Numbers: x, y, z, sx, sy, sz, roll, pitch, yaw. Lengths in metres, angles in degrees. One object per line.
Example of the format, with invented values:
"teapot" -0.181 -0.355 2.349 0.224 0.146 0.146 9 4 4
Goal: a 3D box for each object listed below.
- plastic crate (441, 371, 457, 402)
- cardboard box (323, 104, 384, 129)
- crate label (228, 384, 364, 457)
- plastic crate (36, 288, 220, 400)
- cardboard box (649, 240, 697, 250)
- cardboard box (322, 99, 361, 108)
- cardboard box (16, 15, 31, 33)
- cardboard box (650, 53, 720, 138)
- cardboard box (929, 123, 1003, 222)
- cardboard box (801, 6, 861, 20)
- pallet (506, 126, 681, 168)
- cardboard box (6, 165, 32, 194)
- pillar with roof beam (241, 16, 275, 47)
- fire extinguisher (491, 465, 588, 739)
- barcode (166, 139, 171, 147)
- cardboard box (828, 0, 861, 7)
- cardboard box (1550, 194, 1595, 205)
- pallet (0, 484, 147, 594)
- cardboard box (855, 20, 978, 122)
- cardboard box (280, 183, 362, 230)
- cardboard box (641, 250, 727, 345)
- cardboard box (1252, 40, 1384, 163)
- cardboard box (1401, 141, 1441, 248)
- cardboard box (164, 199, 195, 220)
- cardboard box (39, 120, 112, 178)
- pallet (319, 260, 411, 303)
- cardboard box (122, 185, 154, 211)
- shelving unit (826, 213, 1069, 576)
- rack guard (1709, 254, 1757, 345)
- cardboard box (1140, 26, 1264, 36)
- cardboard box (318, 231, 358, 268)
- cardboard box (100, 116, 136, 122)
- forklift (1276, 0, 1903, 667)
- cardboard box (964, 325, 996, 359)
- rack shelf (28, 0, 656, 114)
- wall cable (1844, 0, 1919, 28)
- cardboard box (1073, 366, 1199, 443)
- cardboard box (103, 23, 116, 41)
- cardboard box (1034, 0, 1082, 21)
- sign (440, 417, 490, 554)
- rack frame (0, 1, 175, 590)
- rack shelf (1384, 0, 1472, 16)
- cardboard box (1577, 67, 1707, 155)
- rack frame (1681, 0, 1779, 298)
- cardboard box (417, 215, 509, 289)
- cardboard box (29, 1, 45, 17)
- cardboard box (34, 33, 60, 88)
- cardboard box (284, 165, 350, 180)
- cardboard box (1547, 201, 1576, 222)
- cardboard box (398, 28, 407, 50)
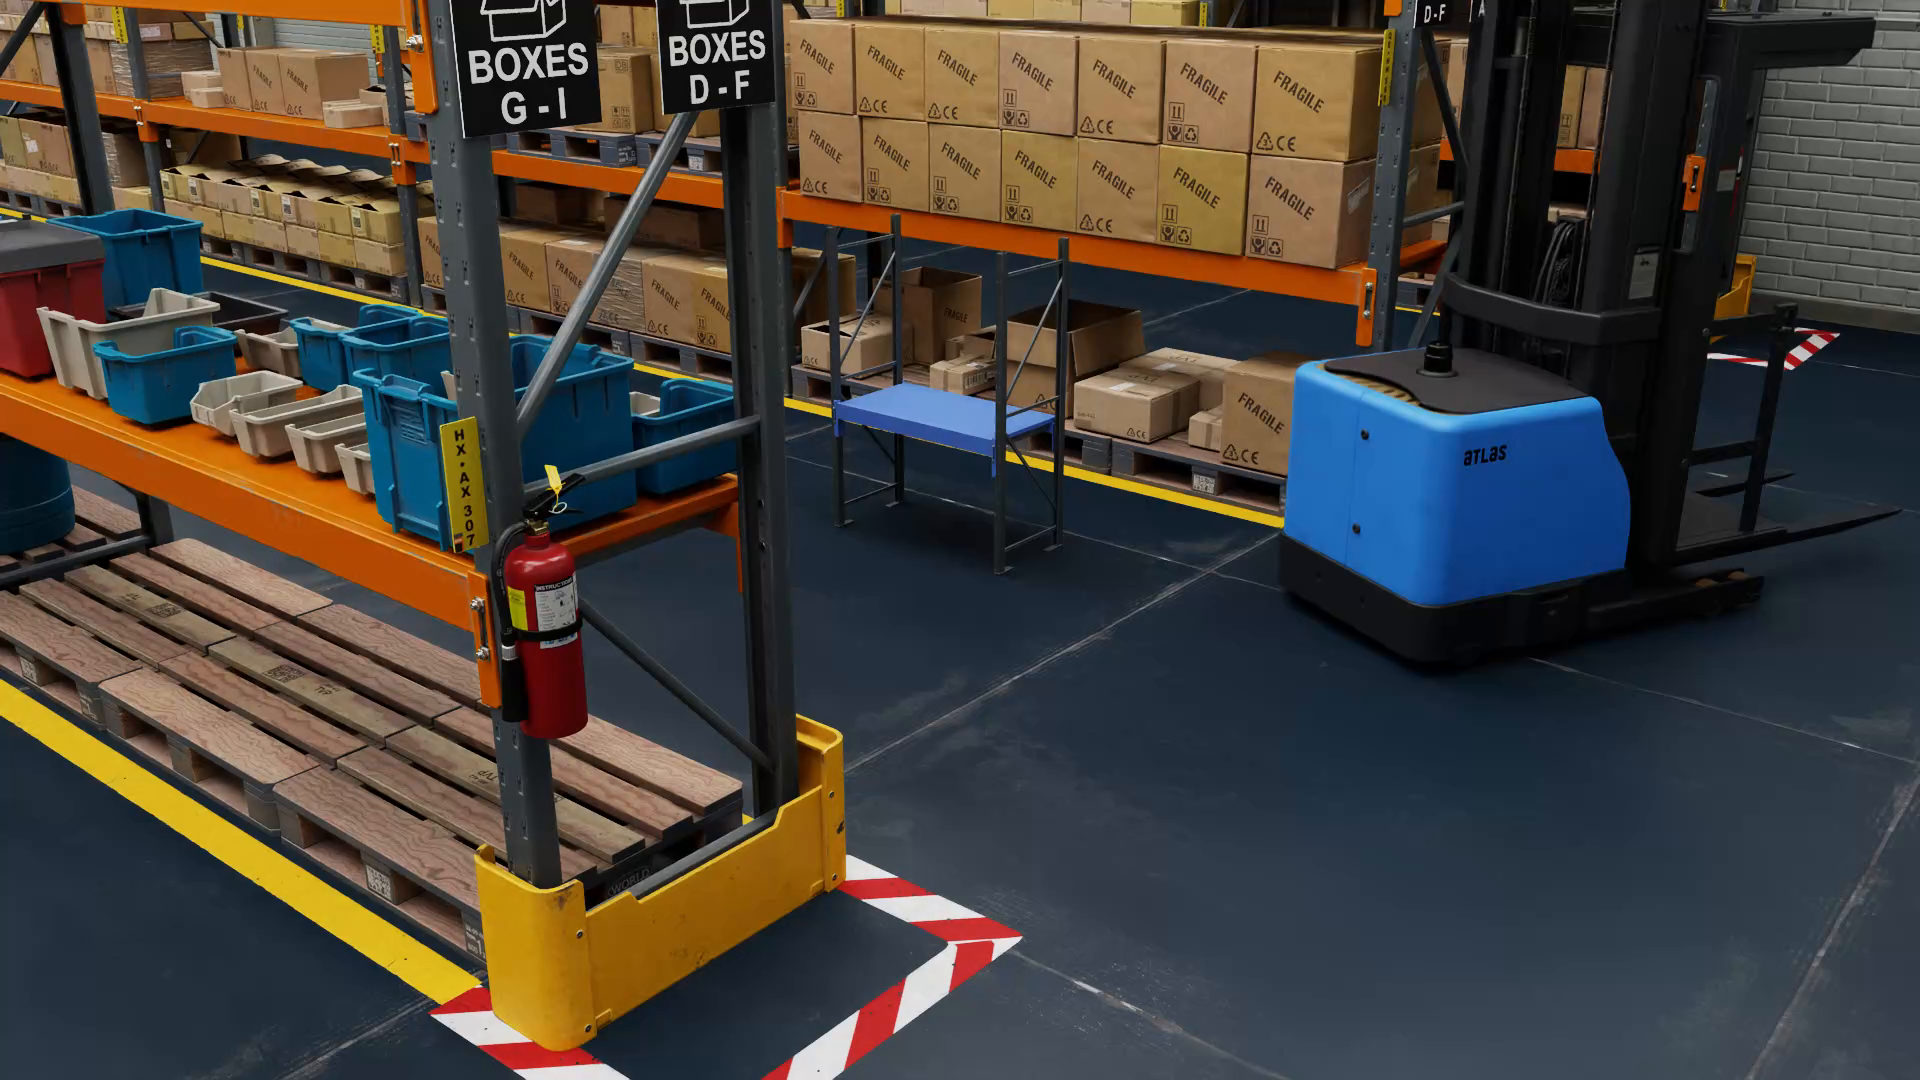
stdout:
"plastic crate" -1.570 -0.505 5.545 0.298 0.136 0.250 16 26 36
"cardboard box" -4.800 -3.355 13.171 0.250 0.149 0.380 16 26 36
"crate label" -2.059 -0.371 5.189 0.243 0.136 0.396 16 26 36
"plastic crate" -2.898 -0.684 5.813 0.530 0.282 0.437 16 26 36
"cardboard box" -1.853 -1.896 11.863 0.500 0.500 0.500 16 26 37
"cardboard box" -4.952 -3.499 13.553 0.250 0.149 0.380 19 27 40
"cardboard box" -8.960 -5.050 16.247 0.250 0.149 0.380 16 26 36
"cardboard box" -1.628 -3.002 11.140 0.700 0.500 0.500 -17 27 -38
"cardboard box" 0.178 -2.088 9.313 0.500 0.500 0.500 16 26 36
"cardboard box" -1.170 -5.057 16.563 0.500 0.500 0.700 13 24 30
"pallet" -2.419 -2.825 11.681 1.213 0.211 1.003 16 26 36
"cardboard box" -9.462 -3.752 17.167 0.500 0.250 0.500 16 26 36
"pillar with roof beam" -13.278 -9.537 20.704 0.400 9.000 9.100 16 26 36
"fire extinguisher" -1.036 0.159 4.134 0.183 0.674 0.296 16 26 36
"barcode" -7.093 -3.555 14.902 0.075 0.075 0.001 16 26 36
"cardboard box" -1.086 -5.328 16.360 0.250 0.149 0.380 12 24 29
"cardboard box" 4.623 -2.517 12.619 0.250 0.149 0.380 16 26 36
"pallet" -4.536 0.019 7.818 1.213 0.211 1.003 16 26 36
"cardboard box" -0.243 -2.673 9.446 0.500 0.500 0.500 15 25 35
"cardboard box" -5.286 -2.797 13.841 0.500 0.311 0.500 16 26 36
"cardboard box" -1.771 -1.636 11.174 0.500 0.500 0.500 16 26 36
"cardboard box" 1.751 -2.102 7.931 0.500 0.500 0.500 16 26 36
"cardboard box" 2.092 -1.781 8.498 0.500 0.500 0.500 17 26 37
"cardboard box" -6.872 -2.992 15.154 0.500 0.250 0.500 15 26 35
"cardboard box" -8.691 -3.878 16.438 0.500 0.500 0.500 16 26 36
"pallet" -4.542 -2.237 13.802 1.213 0.211 1.003 16 26 36
"cardboard box" -7.525 -3.194 15.688 0.500 0.250 0.500 16 26 36
"shelving unit" -0.066 -0.721 7.954 1.048 1.500 0.538 16 26 36
"rack guard" 5.417 -1.743 12.082 0.348 0.500 1.175 16 26 36
"cardboard box" 1.298 -2.476 8.925 0.500 0.500 0.500 17 26 37
"cardboard box" -4.892 -2.422 13.642 0.500 0.250 0.500 16 26 36
"cardboard box" -8.352 -4.024 16.827 0.500 0.500 0.500 16 26 36
"forklift" 2.983 -1.193 7.179 3.031 2.935 1.130 -9 23 -23
"cardboard box" 0.372 -1.186 10.250 0.500 0.311 0.500 16 26 36
"rack shelf" -2.415 -1.723 5.254 4.000 0.370 1.077 16 26 36
"wall cable" 6.989 -3.366 11.404 1.851 1.984 0.084 16 26 36
"cardboard box" 0.975 -0.756 9.196 0.500 0.250 0.500 16 26 36
"cardboard box" -7.564 -4.648 15.182 0.250 0.149 0.380 15 26 35
"cardboard box" 0.991 -4.621 14.517 0.500 0.250 0.500 17 26 37
"sign" -1.201 -0.132 4.036 0.005 0.325 0.100 16 26 36
"rack frame" -3.965 -1.102 6.840 0.127 3.000 1.000 16 26 36
"rack shelf" 0.720 -3.076 8.842 4.000 0.370 1.077 16 26 36
"cardboard box" 4.997 -3.169 11.896 0.700 0.700 0.980 18 27 39
"rack frame" 5.399 -2.918 11.655 0.127 3.000 1.000 16 26 36
"cardboard box" -3.757 -2.204 12.682 0.500 0.500 0.500 17 27 38
"cardboard box" -8.542 -5.327 16.063 0.500 0.500 0.700 16 26 36
"cardboard box" -8.572 -4.727 16.311 0.500 0.500 0.700 17 27 38
"cardboard box" -5.740 -3.174 14.841 0.500 0.311 0.500 16 26 36
"cardboard box" 4.380 -2.413 12.343 0.250 0.149 0.380 17 26 38
"cardboard box" -6.820 -6.231 20.625 0.500 0.250 0.500 15 25 35
